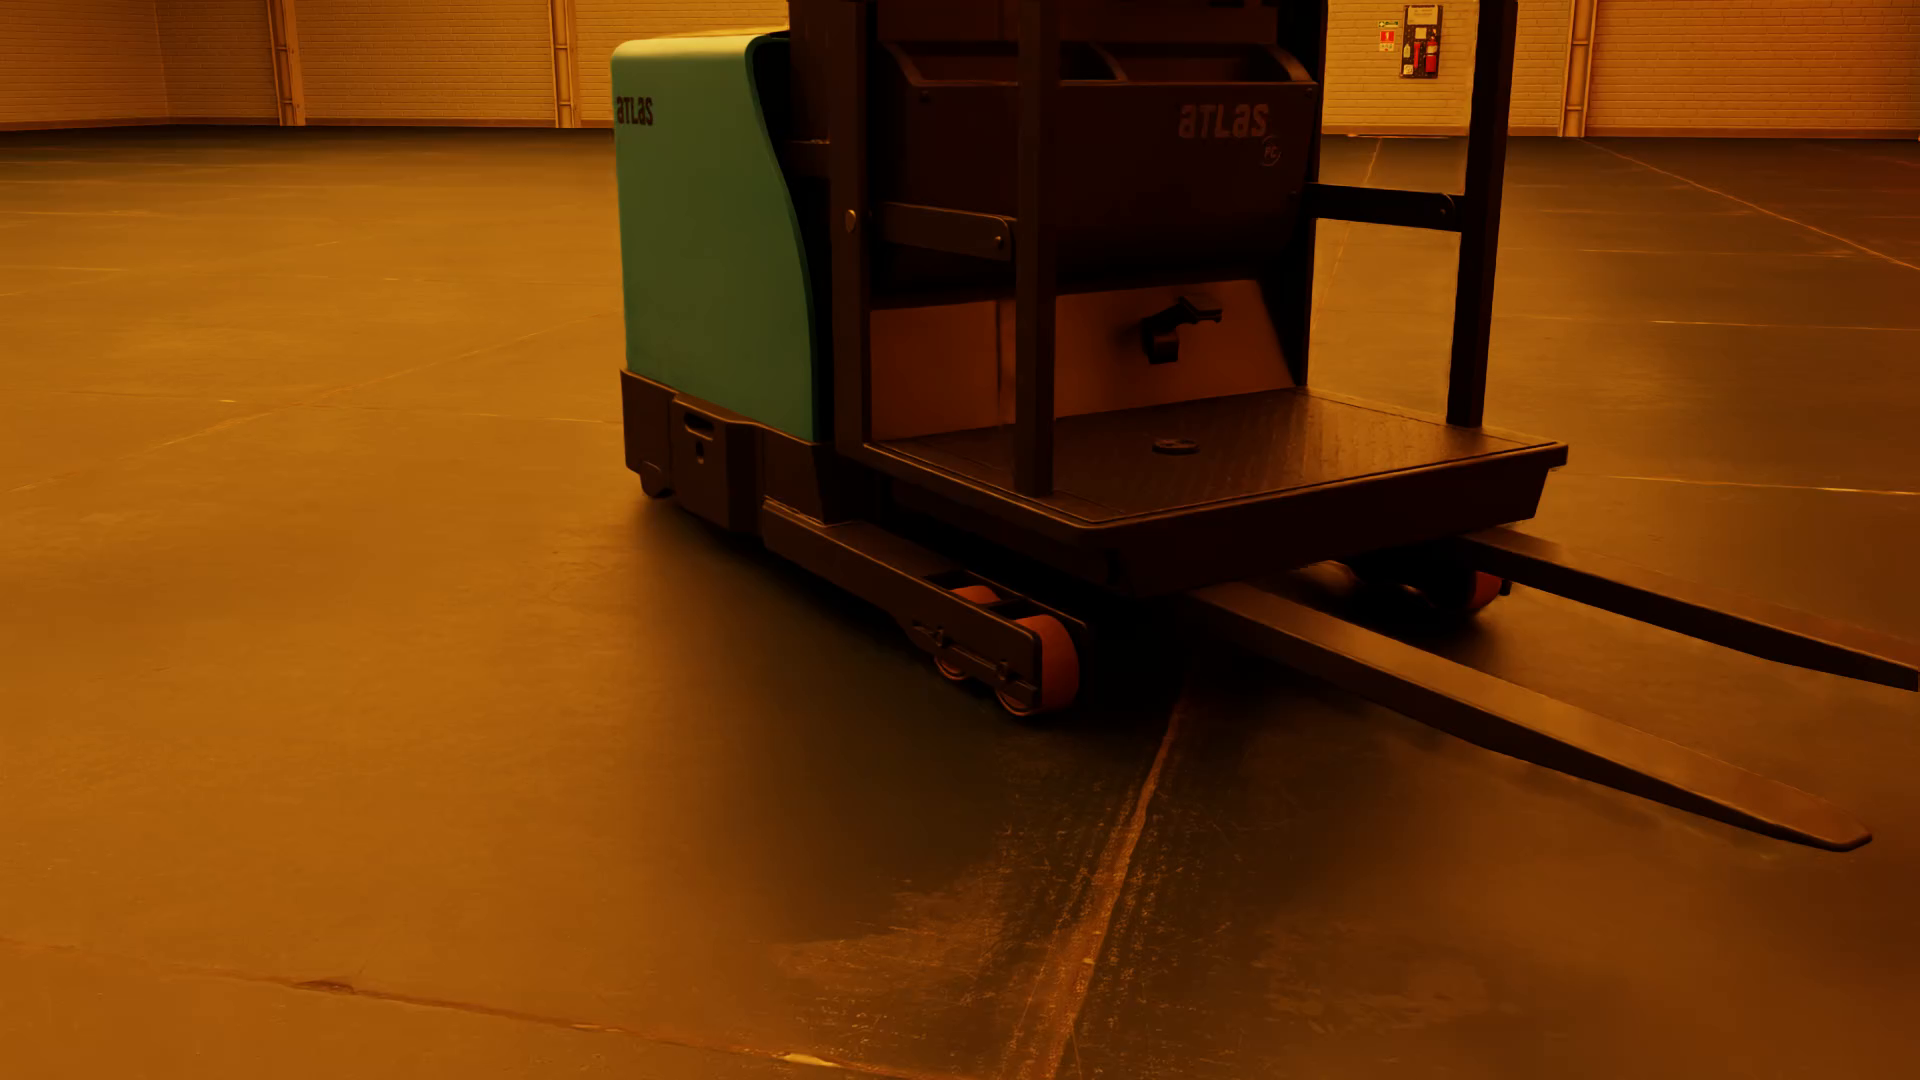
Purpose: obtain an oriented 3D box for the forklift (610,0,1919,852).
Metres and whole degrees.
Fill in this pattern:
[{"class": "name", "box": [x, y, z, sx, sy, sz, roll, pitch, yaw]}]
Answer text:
[{"class": "forklift", "box": [0.390, -1.269, 2.798, 1.130, 2.935, 3.031, -10, 18, -31]}]
